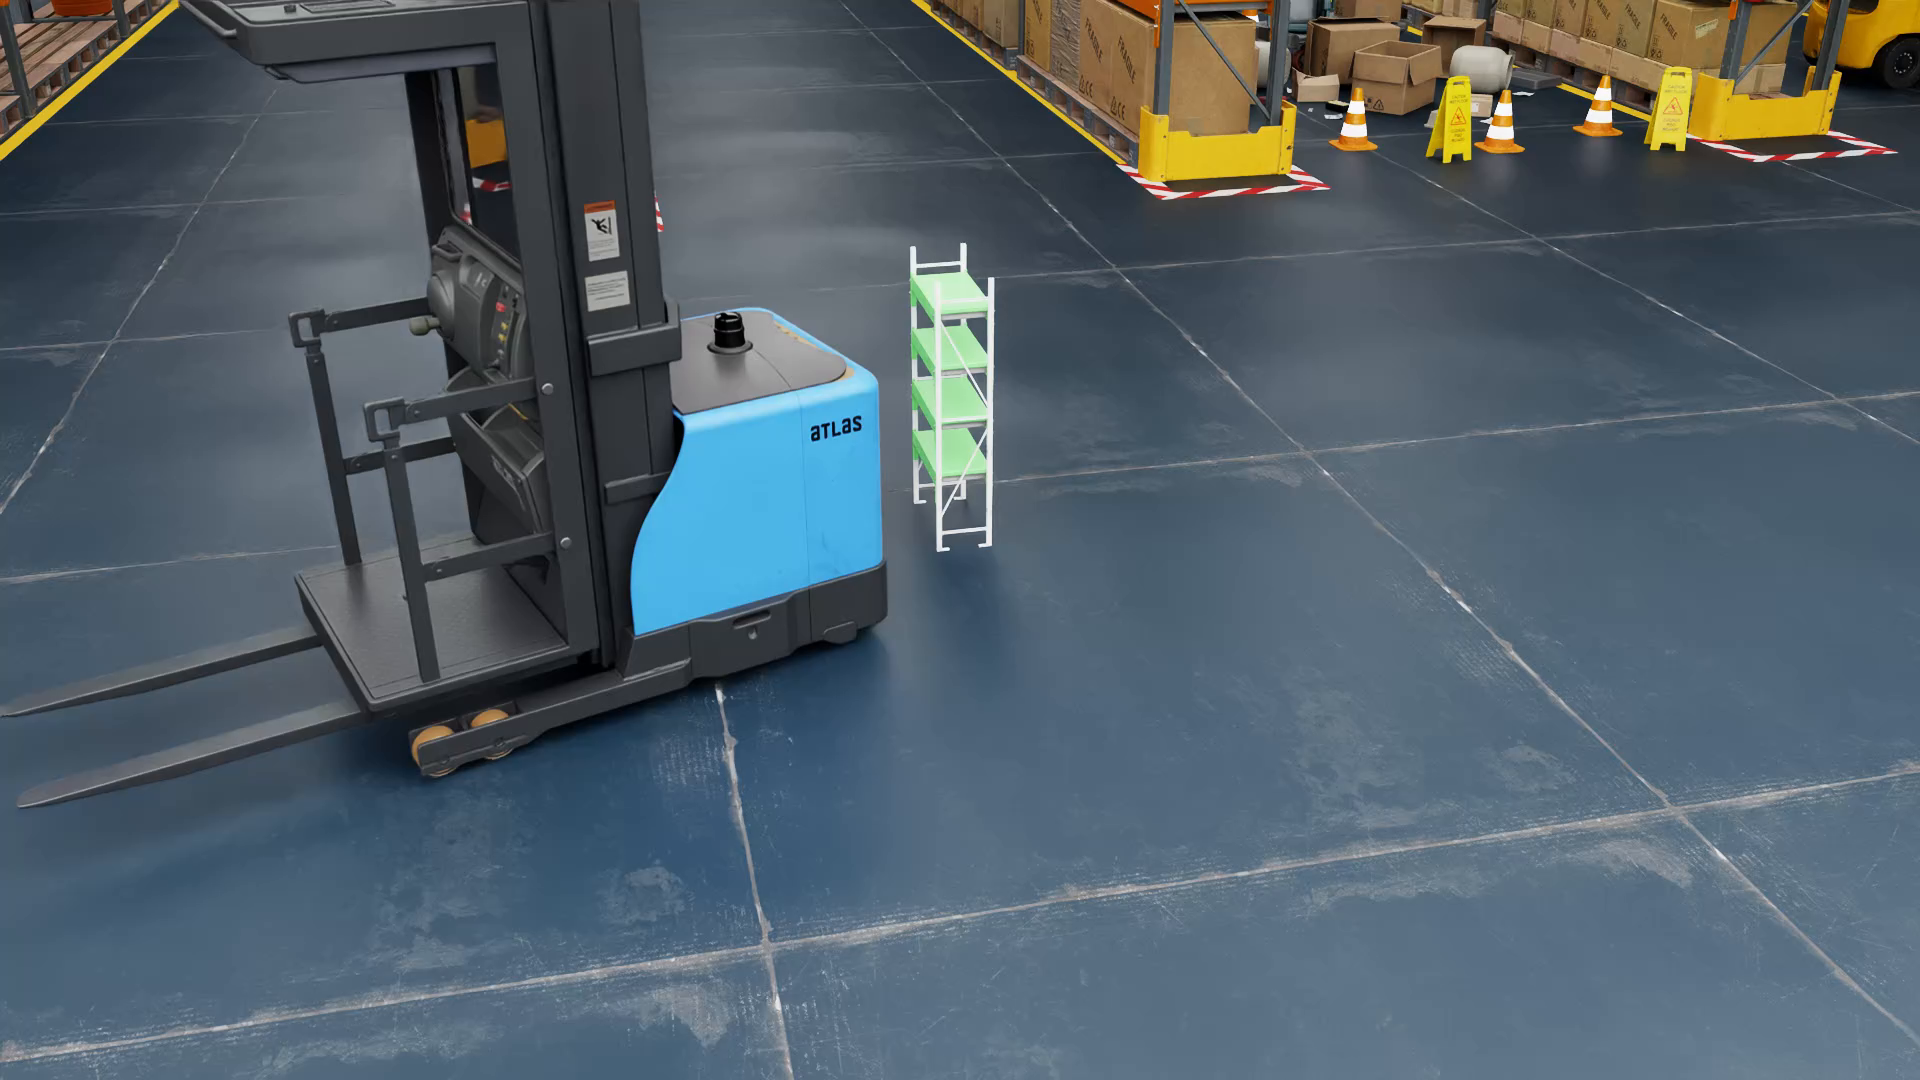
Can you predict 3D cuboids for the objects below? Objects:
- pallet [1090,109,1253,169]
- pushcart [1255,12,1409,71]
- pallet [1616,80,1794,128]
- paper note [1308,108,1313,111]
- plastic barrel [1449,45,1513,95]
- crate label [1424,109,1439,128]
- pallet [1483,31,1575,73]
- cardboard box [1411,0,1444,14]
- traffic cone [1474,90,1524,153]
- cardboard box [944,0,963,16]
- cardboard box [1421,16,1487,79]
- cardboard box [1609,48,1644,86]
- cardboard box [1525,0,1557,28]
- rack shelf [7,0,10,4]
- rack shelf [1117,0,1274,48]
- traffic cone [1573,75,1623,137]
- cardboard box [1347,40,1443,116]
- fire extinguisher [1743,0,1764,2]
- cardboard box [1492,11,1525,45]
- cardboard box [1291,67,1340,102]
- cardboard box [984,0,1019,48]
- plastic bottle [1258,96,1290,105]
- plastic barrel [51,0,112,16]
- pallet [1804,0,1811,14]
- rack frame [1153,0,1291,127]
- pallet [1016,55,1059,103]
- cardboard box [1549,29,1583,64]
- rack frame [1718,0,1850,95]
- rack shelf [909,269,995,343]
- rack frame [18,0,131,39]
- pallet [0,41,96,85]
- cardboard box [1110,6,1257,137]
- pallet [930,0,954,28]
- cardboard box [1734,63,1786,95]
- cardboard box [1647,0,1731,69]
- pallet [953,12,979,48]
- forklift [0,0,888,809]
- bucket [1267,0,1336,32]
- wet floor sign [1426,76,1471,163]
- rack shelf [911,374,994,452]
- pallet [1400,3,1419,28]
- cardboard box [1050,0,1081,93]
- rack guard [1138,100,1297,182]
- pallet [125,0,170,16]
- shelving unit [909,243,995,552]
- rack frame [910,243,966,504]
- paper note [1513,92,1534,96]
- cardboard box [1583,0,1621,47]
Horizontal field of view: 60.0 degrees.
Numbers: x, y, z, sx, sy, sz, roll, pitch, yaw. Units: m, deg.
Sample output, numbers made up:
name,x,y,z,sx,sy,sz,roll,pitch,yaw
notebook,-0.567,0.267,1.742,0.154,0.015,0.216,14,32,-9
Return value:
name,x,y,z,sx,sy,sz,roll,pitch,yaw
pallet,1.712,-3.301,13.557,1.003,0.211,1.213,-6,27,-12
pushcart,3.656,-5.082,16.900,1.648,0.377,0.936,-16,31,-29
pallet,6.602,-3.899,14.741,1.003,0.211,1.213,-6,27,-12
paper note,3.131,-3.841,14.849,0.032,0.001,0.123,8,28,15
plastic barrel,4.827,-4.353,15.405,0.512,0.421,0.421,13,30,24
crate label,4.172,-3.607,14.244,0.250,0.136,0.298,-23,35,-38
pallet,6.052,-4.970,16.863,1.003,0.211,1.213,-6,27,-12
cardboard box,5.581,-6.066,18.389,0.950,0.372,0.625,-4,27,-8
traffic cone,4.409,-3.414,13.499,0.336,0.463,0.334,-6,27,-12
cardboard box,0.415,-6.238,18.312,1.050,0.750,0.750,-6,27,-11
cardboard box,4.782,-4.783,16.168,0.500,0.500,0.500,13,30,24
cardboard box,6.215,-4.266,14.958,0.500,0.250,0.500,-6,27,-11
cardboard box,5.869,-5.281,16.137,0.500,0.500,0.500,-5,27,-10
rack shelf,-9.065,-5.554,15.723,1.077,0.370,4.000,-6,27,-12
rack shelf,1.517,-4.760,14.150,1.077,0.370,4.000,-6,27,-12
traffic cone,5.414,-3.676,14.018,0.336,0.463,0.334,-6,27,-12
cardboard box,3.906,-4.150,14.913,0.637,0.503,0.797,19,32,32
fire extinguisher,6.345,-4.619,13.158,0.296,0.674,0.183,-6,27,-12
cardboard box,5.736,-5.180,16.769,0.500,0.250,0.500,-7,28,-14
cardboard box,3.248,-4.171,15.219,0.396,0.266,0.258,-1,27,-3
cardboard box,0.839,-5.406,16.662,1.050,0.750,0.750,-6,27,-12
plastic bottle,2.859,-4.002,15.110,0.283,0.061,0.133,-16,31,-29
plastic barrel,-9.642,-6.185,18.117,0.600,0.830,0.708,-6,27,-12
pallet,10.498,-6.087,19.075,1.003,0.211,1.213,-6,27,-12
rack frame,1.968,-4.203,12.249,1.000,3.000,0.127,-6,27,-12
pallet,1.162,-4.373,15.679,1.003,0.211,1.213,-6,27,-12
cardboard box,5.990,-4.714,15.846,0.500,0.250,0.500,-6,27,-12
rack frame,6.768,-4.750,13.332,1.000,3.000,0.127,-6,27,-12
rack shelf,-0.037,-0.980,6.936,0.258,0.148,0.480,-6,27,-12
rack frame,-9.516,-6.753,17.300,1.000,3.000,0.127,-6,27,-12
pallet,-9.107,-4.630,16.188,1.003,0.211,1.213,-6,27,-12
cardboard box,1.751,-3.733,13.209,0.875,0.875,0.875,-6,27,-11
pallet,0.269,-6.117,19.134,1.003,0.211,1.213,-6,27,-12
cardboard box,6.856,-4.092,14.615,0.500,0.250,0.500,-6,27,-12
cardboard box,6.333,-4.370,14.333,0.500,0.500,0.500,-6,27,-11
pallet,0.541,-5.582,18.075,1.003,0.211,1.213,-6,27,-12
forklift,-1.804,-0.777,5.536,3.031,2.935,1.130,-16,31,-29
bucket,3.343,-5.351,16.468,0.726,0.611,0.620,3,17,6
wet floor sign,3.904,-3.341,13.152,0.267,0.644,0.232,-11,29,-20
rack shelf,-0.037,-0.551,7.152,0.258,0.148,0.480,-6,27,-12
pallet,5.411,-6.140,19.180,1.003,0.211,1.213,-6,27,-12
cardboard box,1.347,-4.520,14.767,0.875,0.875,0.875,-6,27,-11
rack guard,1.973,-3.077,12.791,1.175,0.500,0.348,-6,27,-12
pallet,-10.005,-6.385,19.665,1.003,0.211,1.213,-6,27,-12
shelving unit,-0.037,-0.608,7.124,0.258,1.200,0.503,-6,27,-12
rack frame,-0.092,-0.715,7.336,0.240,1.200,0.015,-6,27,-12
paper note,5.232,-4.148,15.435,0.142,0.019,0.148,-16,31,-29
cardboard box,6.106,-4.821,15.226,0.500,0.500,0.500,-7,28,-13
